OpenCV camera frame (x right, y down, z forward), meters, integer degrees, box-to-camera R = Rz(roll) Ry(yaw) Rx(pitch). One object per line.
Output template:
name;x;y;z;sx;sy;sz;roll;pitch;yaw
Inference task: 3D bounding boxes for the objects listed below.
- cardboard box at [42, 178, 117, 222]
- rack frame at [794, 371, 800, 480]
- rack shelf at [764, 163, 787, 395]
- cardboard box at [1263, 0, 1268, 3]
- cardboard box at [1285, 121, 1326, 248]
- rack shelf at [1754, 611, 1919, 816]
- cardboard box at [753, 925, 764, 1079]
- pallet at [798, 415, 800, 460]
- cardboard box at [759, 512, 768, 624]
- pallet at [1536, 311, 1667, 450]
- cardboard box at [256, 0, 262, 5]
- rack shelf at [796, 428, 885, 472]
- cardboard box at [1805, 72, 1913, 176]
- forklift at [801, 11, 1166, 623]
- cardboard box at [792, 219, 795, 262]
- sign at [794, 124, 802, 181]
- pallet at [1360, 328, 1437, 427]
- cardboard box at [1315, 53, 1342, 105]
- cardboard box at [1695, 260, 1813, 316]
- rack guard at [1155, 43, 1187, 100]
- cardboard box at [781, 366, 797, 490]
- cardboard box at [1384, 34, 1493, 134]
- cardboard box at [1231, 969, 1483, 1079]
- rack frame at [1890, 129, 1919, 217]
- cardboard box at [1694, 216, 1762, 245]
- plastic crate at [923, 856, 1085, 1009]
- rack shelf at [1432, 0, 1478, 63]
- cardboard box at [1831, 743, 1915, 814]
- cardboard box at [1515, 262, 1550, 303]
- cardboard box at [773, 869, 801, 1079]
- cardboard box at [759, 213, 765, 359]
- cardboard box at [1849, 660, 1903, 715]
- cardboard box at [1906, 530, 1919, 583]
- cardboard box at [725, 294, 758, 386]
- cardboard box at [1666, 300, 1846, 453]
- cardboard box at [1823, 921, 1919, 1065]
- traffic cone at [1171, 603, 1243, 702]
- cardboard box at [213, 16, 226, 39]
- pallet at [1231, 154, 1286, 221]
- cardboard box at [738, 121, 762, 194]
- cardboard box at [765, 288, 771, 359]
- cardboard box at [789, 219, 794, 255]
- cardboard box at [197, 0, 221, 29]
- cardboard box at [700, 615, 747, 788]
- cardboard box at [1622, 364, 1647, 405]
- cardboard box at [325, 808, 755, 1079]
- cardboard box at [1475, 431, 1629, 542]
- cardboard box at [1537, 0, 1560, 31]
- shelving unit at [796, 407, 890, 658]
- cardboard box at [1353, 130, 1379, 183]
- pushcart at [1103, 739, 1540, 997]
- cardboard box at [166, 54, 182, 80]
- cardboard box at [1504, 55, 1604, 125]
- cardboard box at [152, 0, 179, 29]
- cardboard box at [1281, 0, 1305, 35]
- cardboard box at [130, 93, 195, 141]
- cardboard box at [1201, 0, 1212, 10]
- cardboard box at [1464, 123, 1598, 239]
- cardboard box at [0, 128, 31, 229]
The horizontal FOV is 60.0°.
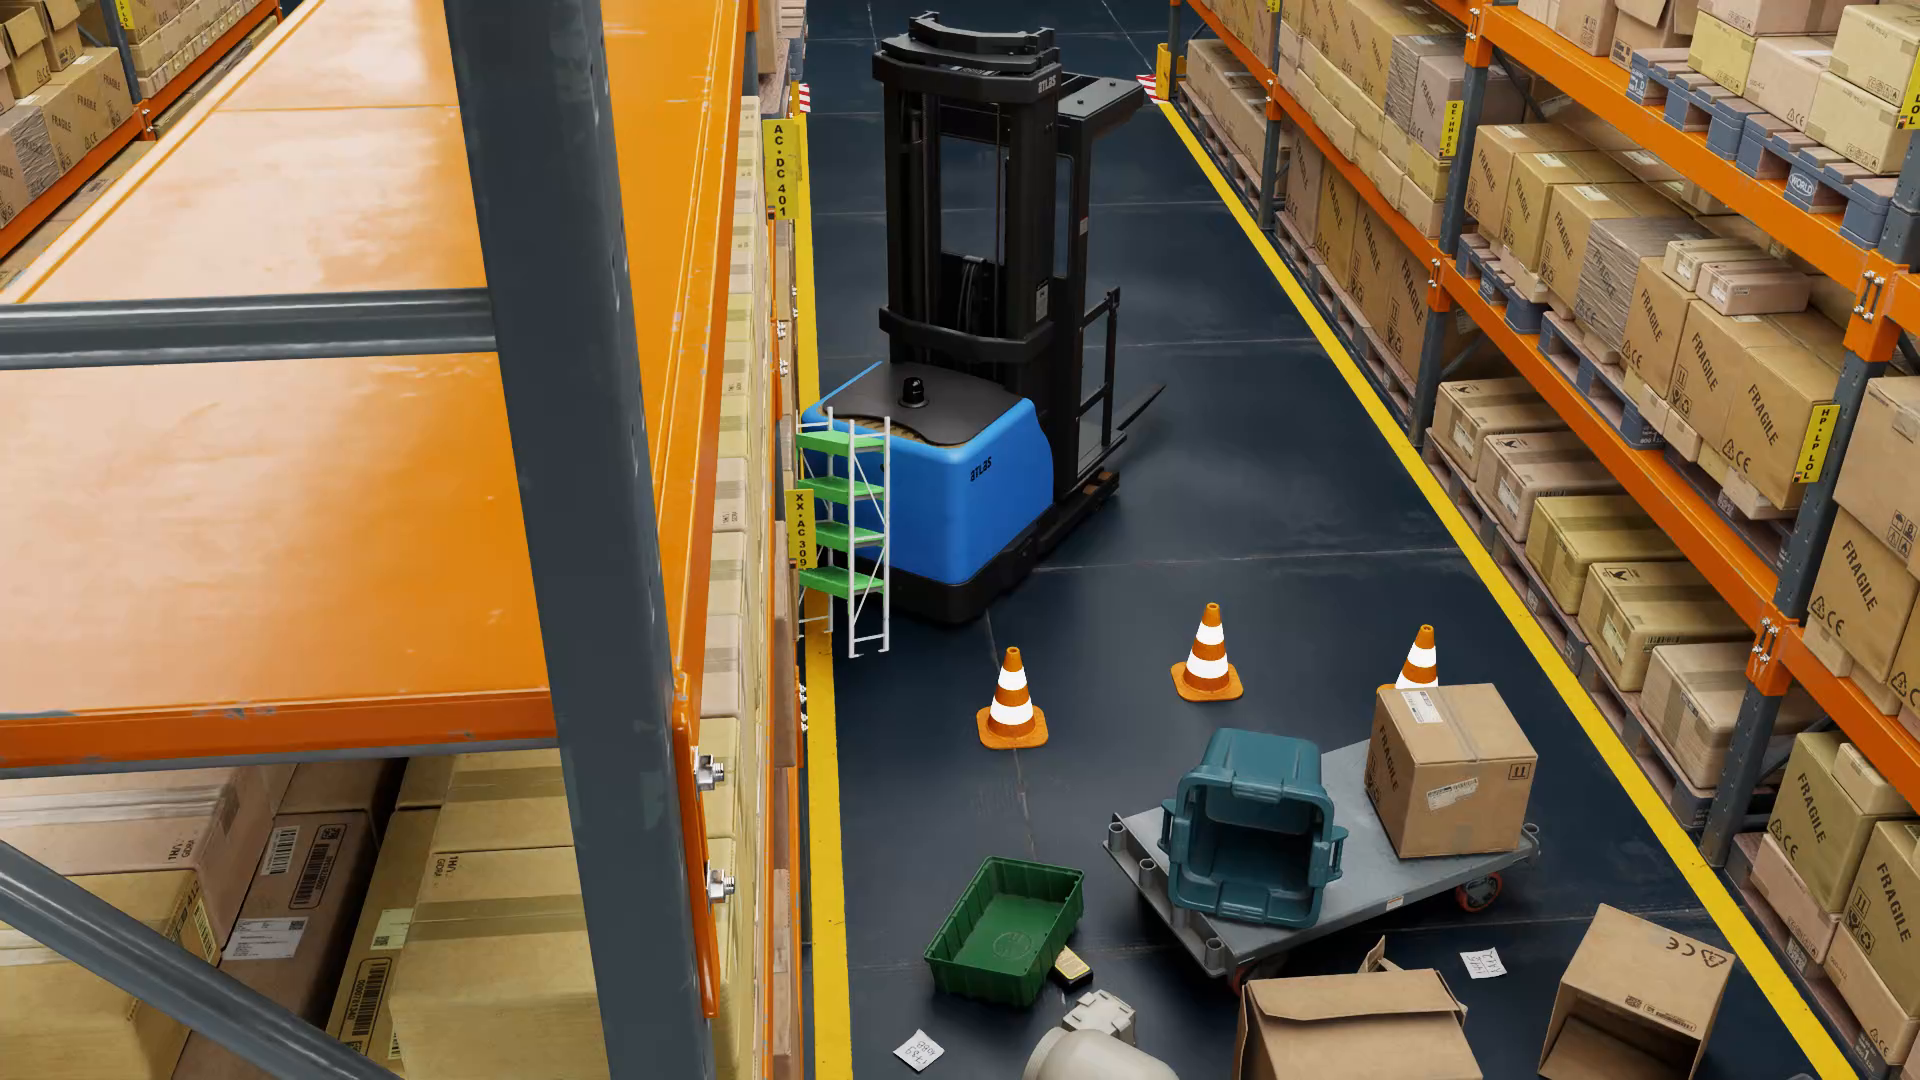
cardboard box;-6.653;-1.989;11.818;1.225;0.875;0.875;-4;31;-6
rack frame;-1.495;-1.647;9.583;1.000;3.000;0.127;-3;31;-5
rack shelf;-1.308;-1.605;7.289;1.077;0.370;4.000;-3;31;-5
cardboard box;2.731;-4.678;13.584;0.500;0.500;0.500;-3;31;-5
cardboard box;3.188;-2.933;13.399;0.875;0.875;0.875;-2;31;-3
rack shelf;3.984;1.436;5.122;1.077;0.370;4.000;-3;31;-5
cardboard box;-0.485;0.714;2.443;0.380;0.149;0.250;-2;31;-4
pallet;-1.567;-0.849;10.966;1.003;0.211;1.213;-3;31;-5
cardboard box;-0.603;0.070;3.522;0.380;0.149;0.250;-2;31;-4
pallet;3.649;-0.845;8.427;1.003;0.211;1.213;-3;31;-5
cardboard box;-6.803;-5.139;15.674;0.380;0.149;0.250;-2;31;-4
rack shelf;-0.605;-0.457;8.417;0.258;0.148;0.480;-9;15;-39
cardboard box;3.599;-1.588;6.296;0.500;0.250;0.500;-3;31;-6
forklift;0.319;-1.536;9.464;1.130;2.935;3.031;17;35;26
cardboard box;-1.549;-2.431;12.923;0.500;0.500;0.500;-3;31;-6
sign;-0.943;-2.172;9.333;0.100;0.325;0.005;-3;31;-5
pallet;3.425;-1.145;11.461;1.003;0.211;1.213;-3;31;-5
cardboard box;2.908;-3.366;12.120;0.500;0.250;0.500;-2;31;-4
cardboard box;3.452;-1.099;7.236;0.380;0.149;0.250;-4;31;-6
rack guard;2.674;-4.959;17.566;1.175;0.500;0.348;-3;31;-5
cardboard box;-0.995;-0.442;7.468;0.500;0.500;0.500;-3;31;-5
cardboard box;3.059;-2.921;10.643;0.500;0.500;0.500;-2;31;-4
cardboard box;1.391;1.910;5.930;0.797;0.637;0.503;-3;31;-5
rack frame;3.797;-2.469;5.109;1.000;3.000;0.127;-3;31;-5
cardboard box;3.901;-1.268;8.151;0.500;0.500;0.500;-4;31;-7
plastic crate;0.199;1.604;6.827;0.450;0.188;0.662;4;30;26
rack shelf;3.237;-3.936;11.191;1.077;0.370;4.000;-3;31;-5
cardboard box;3.536;0.887;6.248;0.380;0.149;0.250;-2;31;-4
cardboard box;3.247;-1.404;9.011;0.380;0.149;0.250;-3;31;-4
cardboard box;-0.804;1.149;3.702;0.875;0.550;0.550;-3;31;-5
cardboard box;-0.773;-0.682;4.391;0.500;0.250;0.500;-3;31;-5
cardboard box;3.583;0.517;6.205;0.380;0.149;0.250;-2;31;-3
cardboard box;3.649;0.003;5.457;0.700;0.500;0.500;-3;31;-4
cardboard box;-0.628;-0.403;3.536;0.380;0.149;0.250;-2;31;-4
cardboard box;3.478;-0.722;7.238;0.500;0.500;0.500;-3;31;-4
cardboard box;3.645;1.693;6.263;0.500;0.250;0.500;-1;31;-2
traffic cone;1.265;0.529;8.413;0.336;0.463;0.334;-3;31;-5
cardboard box;-6.687;-4.491;14.589;0.380;0.149;0.250;-2;31;-4
pallet;3.057;-3.173;14.857;1.003;0.211;1.213;-3;31;-5
cardboard box;-0.746;-1.050;4.618;0.380;0.149;0.250;-3;31;-5
cardboard box;-0.720;-0.577;4.604;0.380;0.149;0.250;-2;31;-4
cardboard box;-1.449;-2.218;11.835;0.500;0.250;0.500;-4;31;-7
cardboard box;-6.734;-4.589;14.365;0.500;0.250;0.500;-3;31;-4
cardboard box;-0.509;0.248;2.446;0.380;0.149;0.250;-3;31;-5
cardboard box;3.394;-0.737;7.895;0.380;0.149;0.250;-3;31;-5
cardboard box;-0.537;0.604;2.237;0.500;0.250;0.500;-3;31;-5
cardboard box;3.544;-0.323;9.519;0.950;0.372;0.625;-3;31;-6
cardboard box;3.308;-2.867;8.830;0.396;0.266;0.258;-3;31;-5
shelving unit;-0.611;-0.049;8.499;0.258;1.200;0.503;-9;15;-39
cardboard box;3.024;-2.635;11.383;0.500;0.250;0.500;-3;31;-5
pushcart;1.532;1.367;7.094;1.648;0.377;0.936;-14;33;-22
cardboard box;-6.563;-3.831;13.484;0.380;0.149;0.250;-2;31;-3
cardboard box;3.621;-2.671;10.225;0.500;0.500;0.500;-4;31;-6
cardboard box;-6.645;-4.397;13.312;0.500;0.500;0.500;-3;31;-5
cardboard box;2.805;-4.212;12.804;0.500;0.500;0.500;-2;31;-4
cardboard box;-6.799;-3.112;13.698;0.875;0.875;0.875;-3;31;-5
cardboard box;2.540;-5.287;15.579;0.500;0.500;0.500;-3;31;-5
cardboard box;3.235;-2.046;9.453;0.500;0.500;0.500;-4;31;-6
cardboard box;-6.319;-2.290;10.561;0.500;0.500;0.500;-3;31;-5
